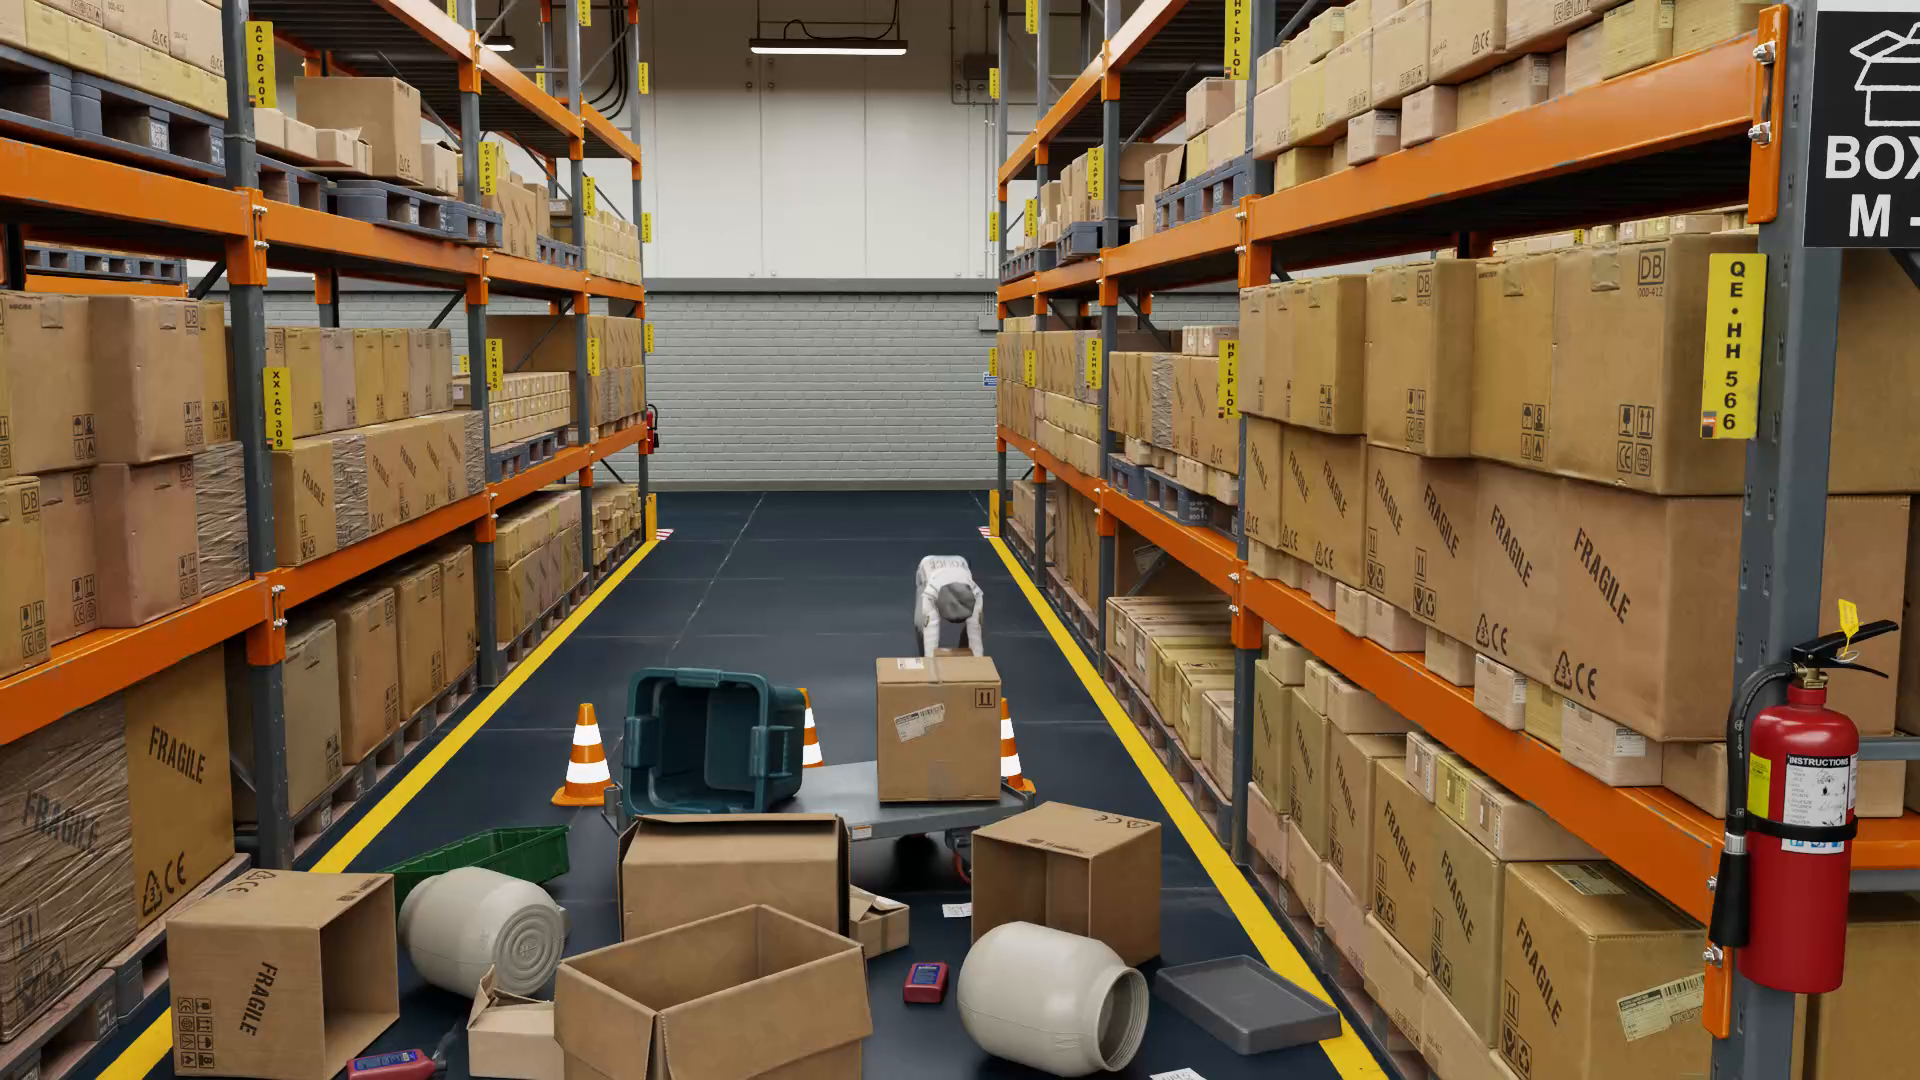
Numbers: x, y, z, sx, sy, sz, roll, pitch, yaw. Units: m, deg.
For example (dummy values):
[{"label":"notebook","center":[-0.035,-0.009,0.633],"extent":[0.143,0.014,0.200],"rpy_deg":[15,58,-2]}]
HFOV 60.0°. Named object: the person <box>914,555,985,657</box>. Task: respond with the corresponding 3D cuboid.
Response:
[{"label":"person","center":[-0.069,0.539,10.961],"extent":[0.469,0.823,0.897],"rpy_deg":[-1,7,-6]}]
